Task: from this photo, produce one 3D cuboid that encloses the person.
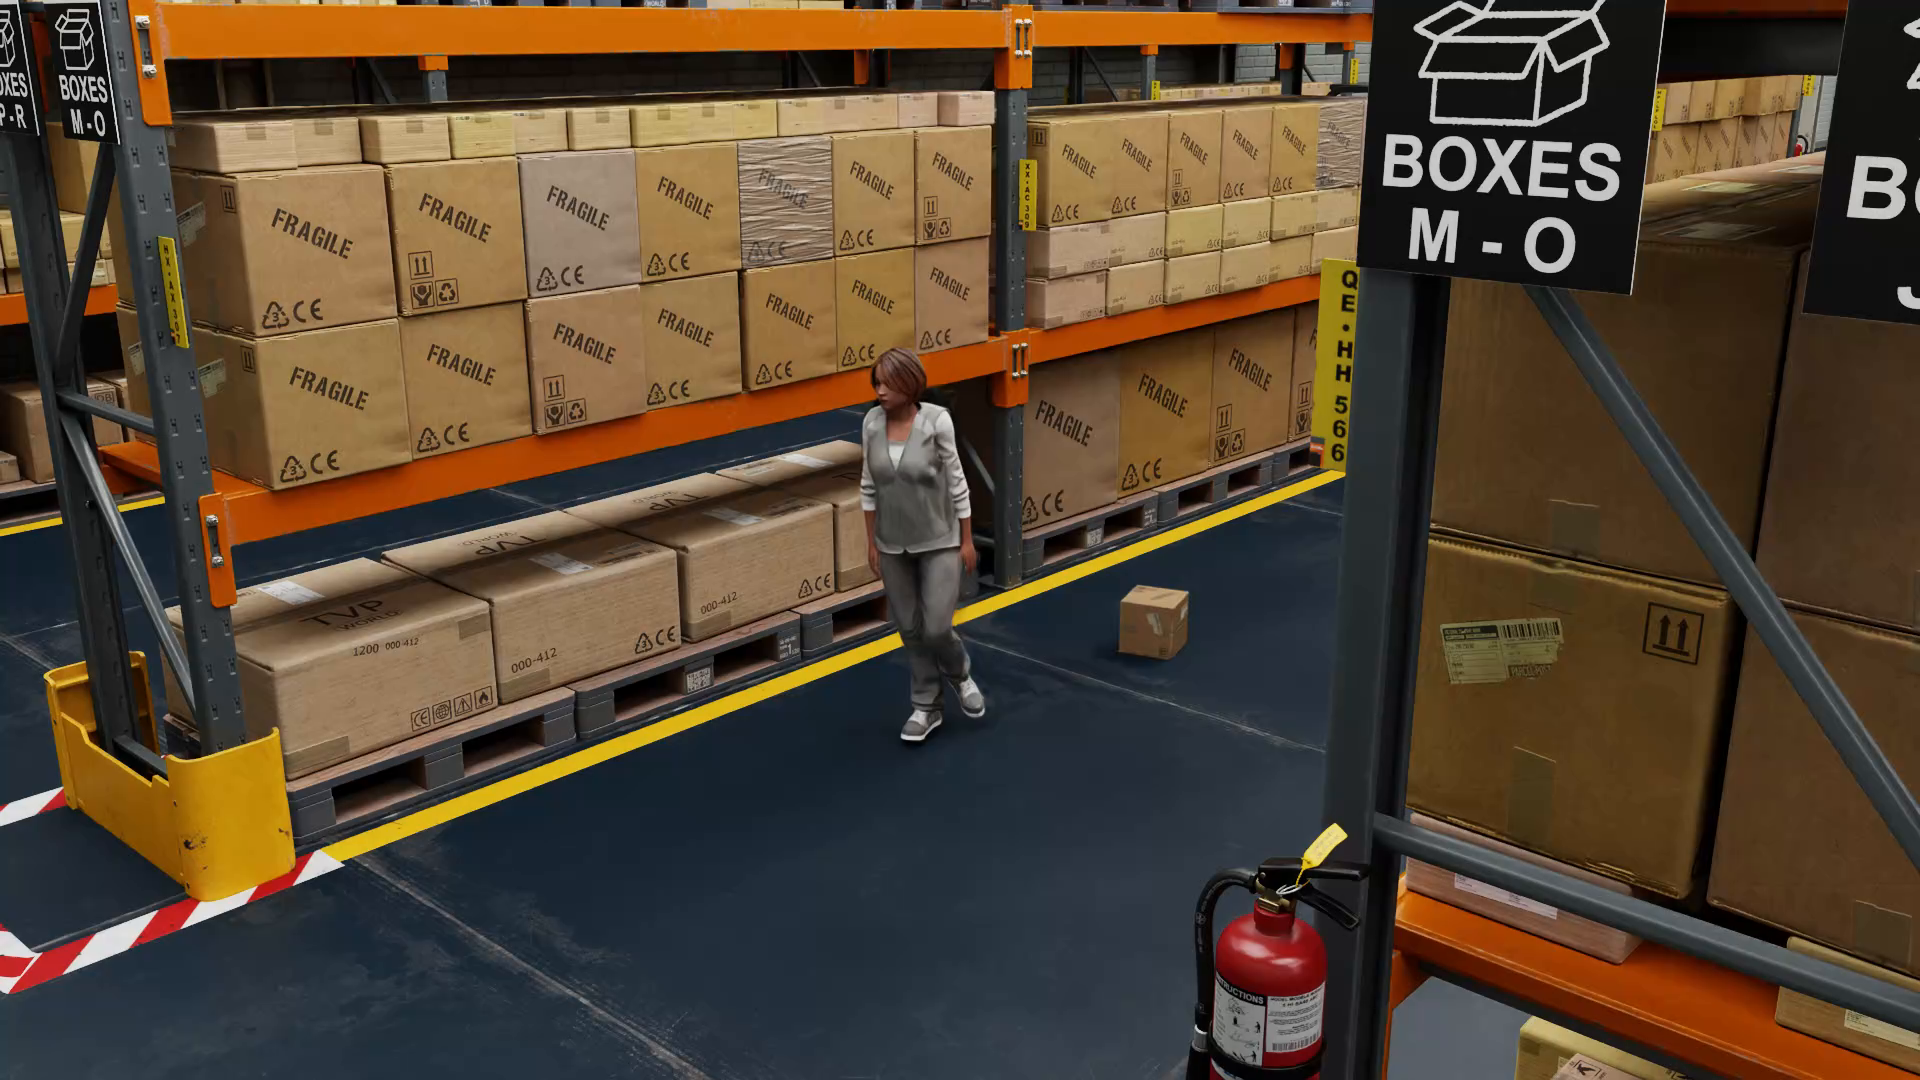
[{"bbox_3d":[-0.147,0.019,6.468,0.471,1.588,0.449,7,19,22],"label":"person"}]
